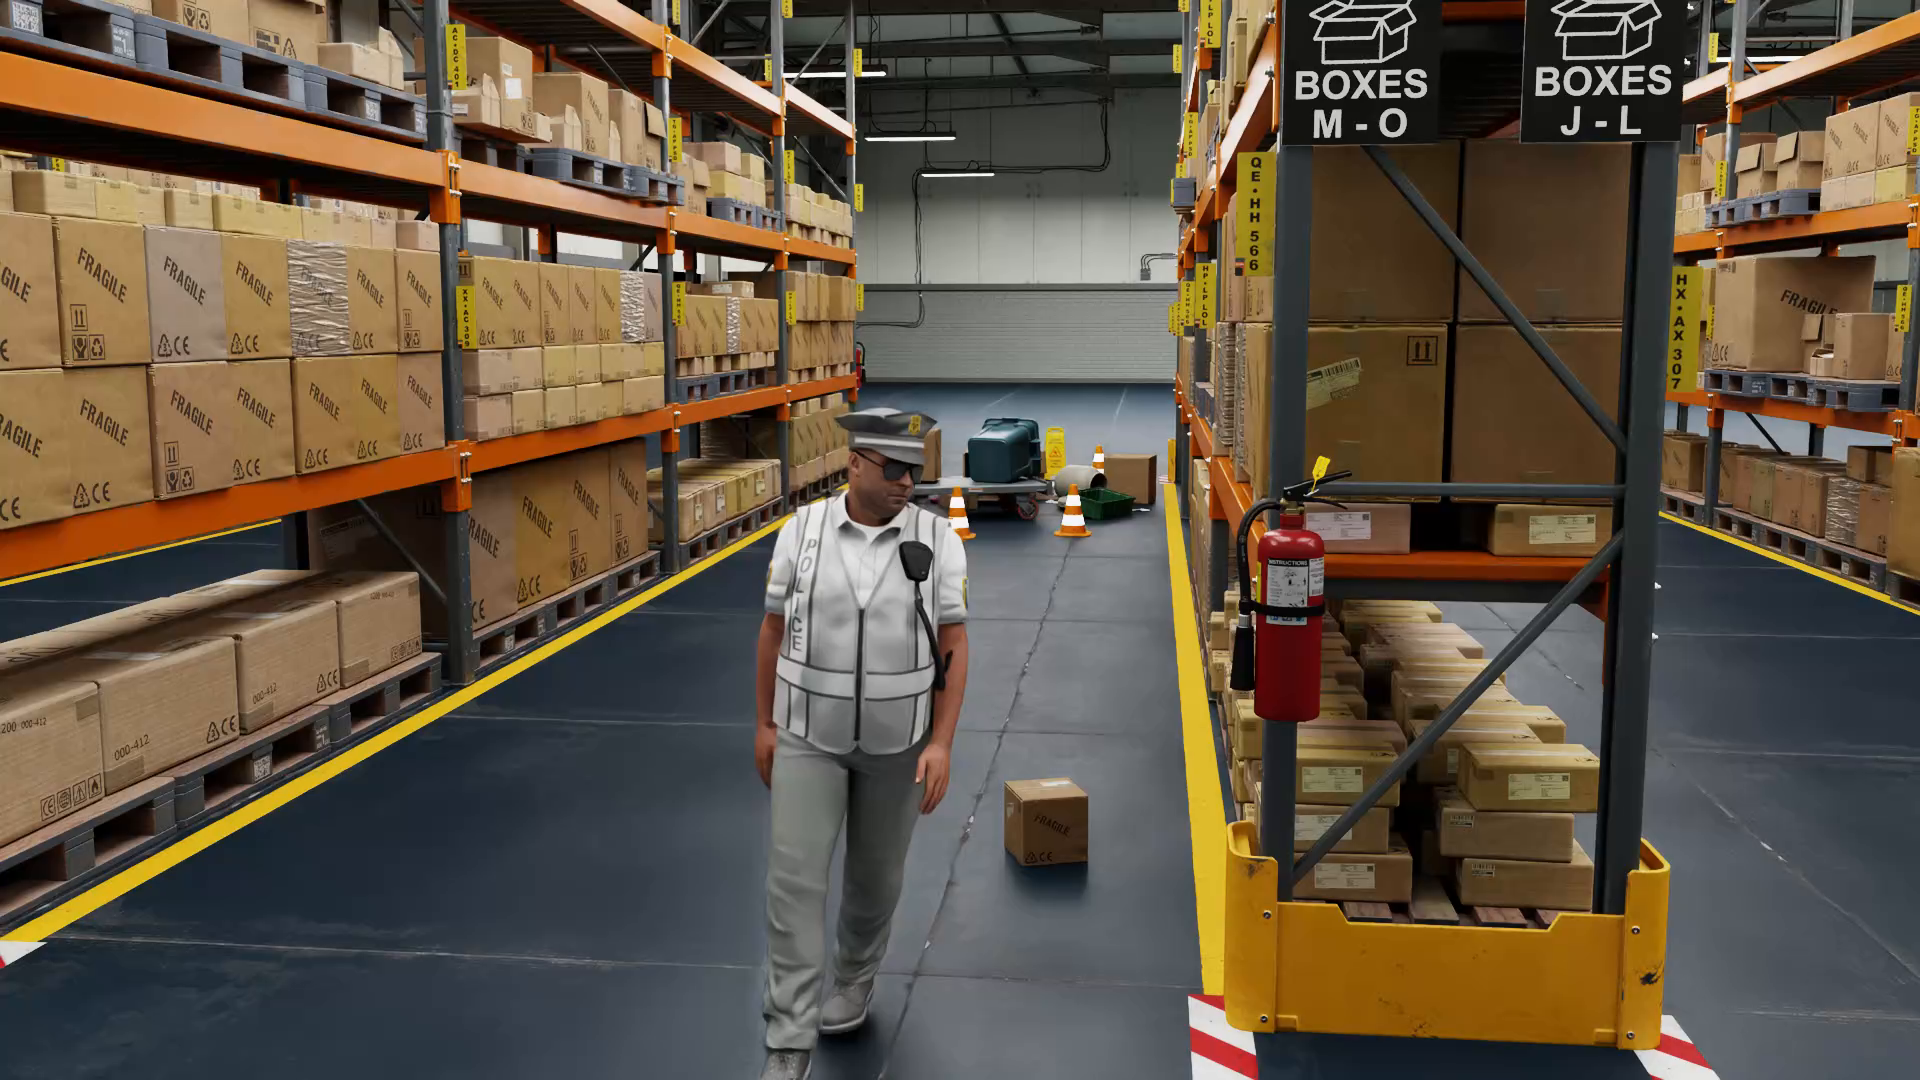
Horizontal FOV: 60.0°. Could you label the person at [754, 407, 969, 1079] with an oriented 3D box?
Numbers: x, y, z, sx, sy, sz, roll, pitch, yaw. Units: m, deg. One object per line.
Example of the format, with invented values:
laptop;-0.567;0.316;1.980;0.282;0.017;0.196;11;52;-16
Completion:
person;-0.259;0.521;4.291;0.585;1.716;0.848;-1;8;-5
